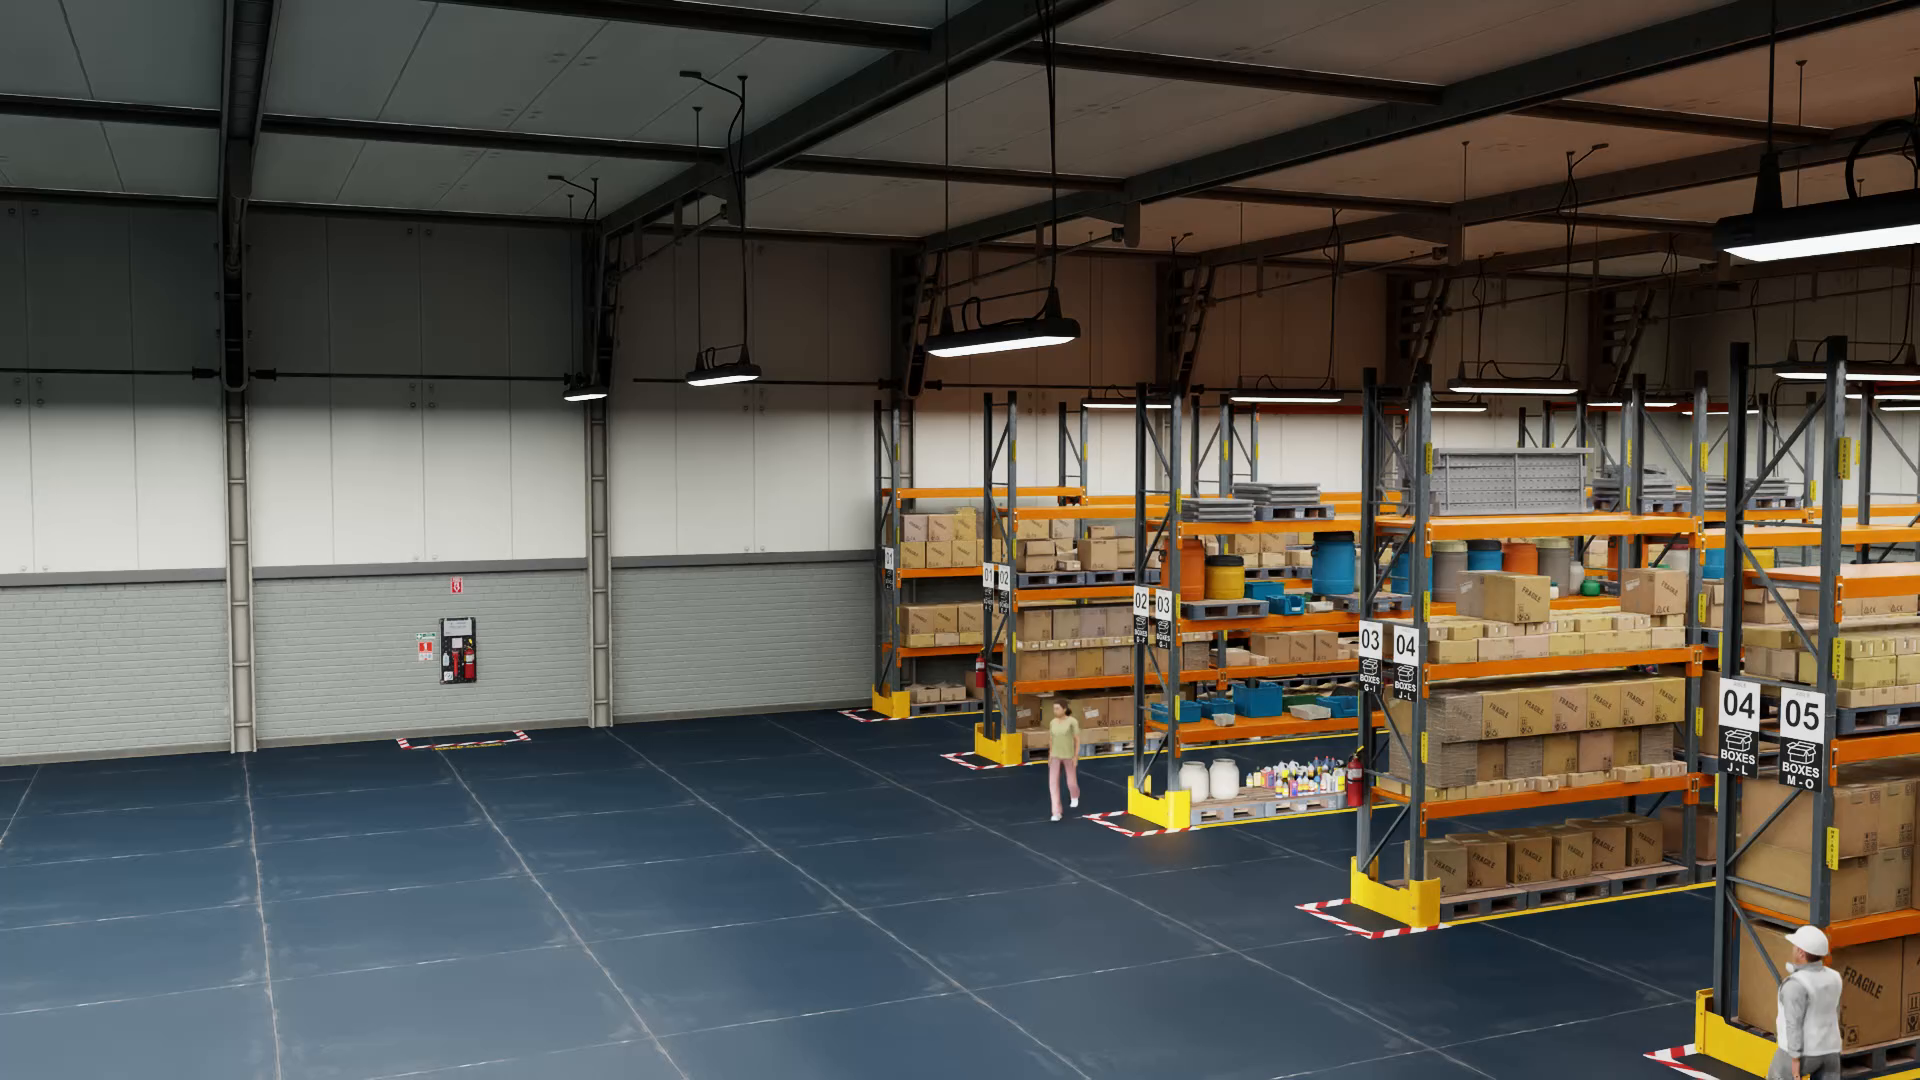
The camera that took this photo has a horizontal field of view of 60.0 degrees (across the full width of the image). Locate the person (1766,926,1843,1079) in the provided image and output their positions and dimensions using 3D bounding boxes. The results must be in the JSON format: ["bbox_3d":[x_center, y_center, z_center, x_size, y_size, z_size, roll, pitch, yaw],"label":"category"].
[{"bbox_3d":[6.034,3.605,11.776,0.535,1.738,0.999,-1,4,-22],"label":"person"}]

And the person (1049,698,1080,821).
[{"bbox_3d":[1.425,3.005,22.952,0.476,1.634,0.825,1,4,21],"label":"person"}]
